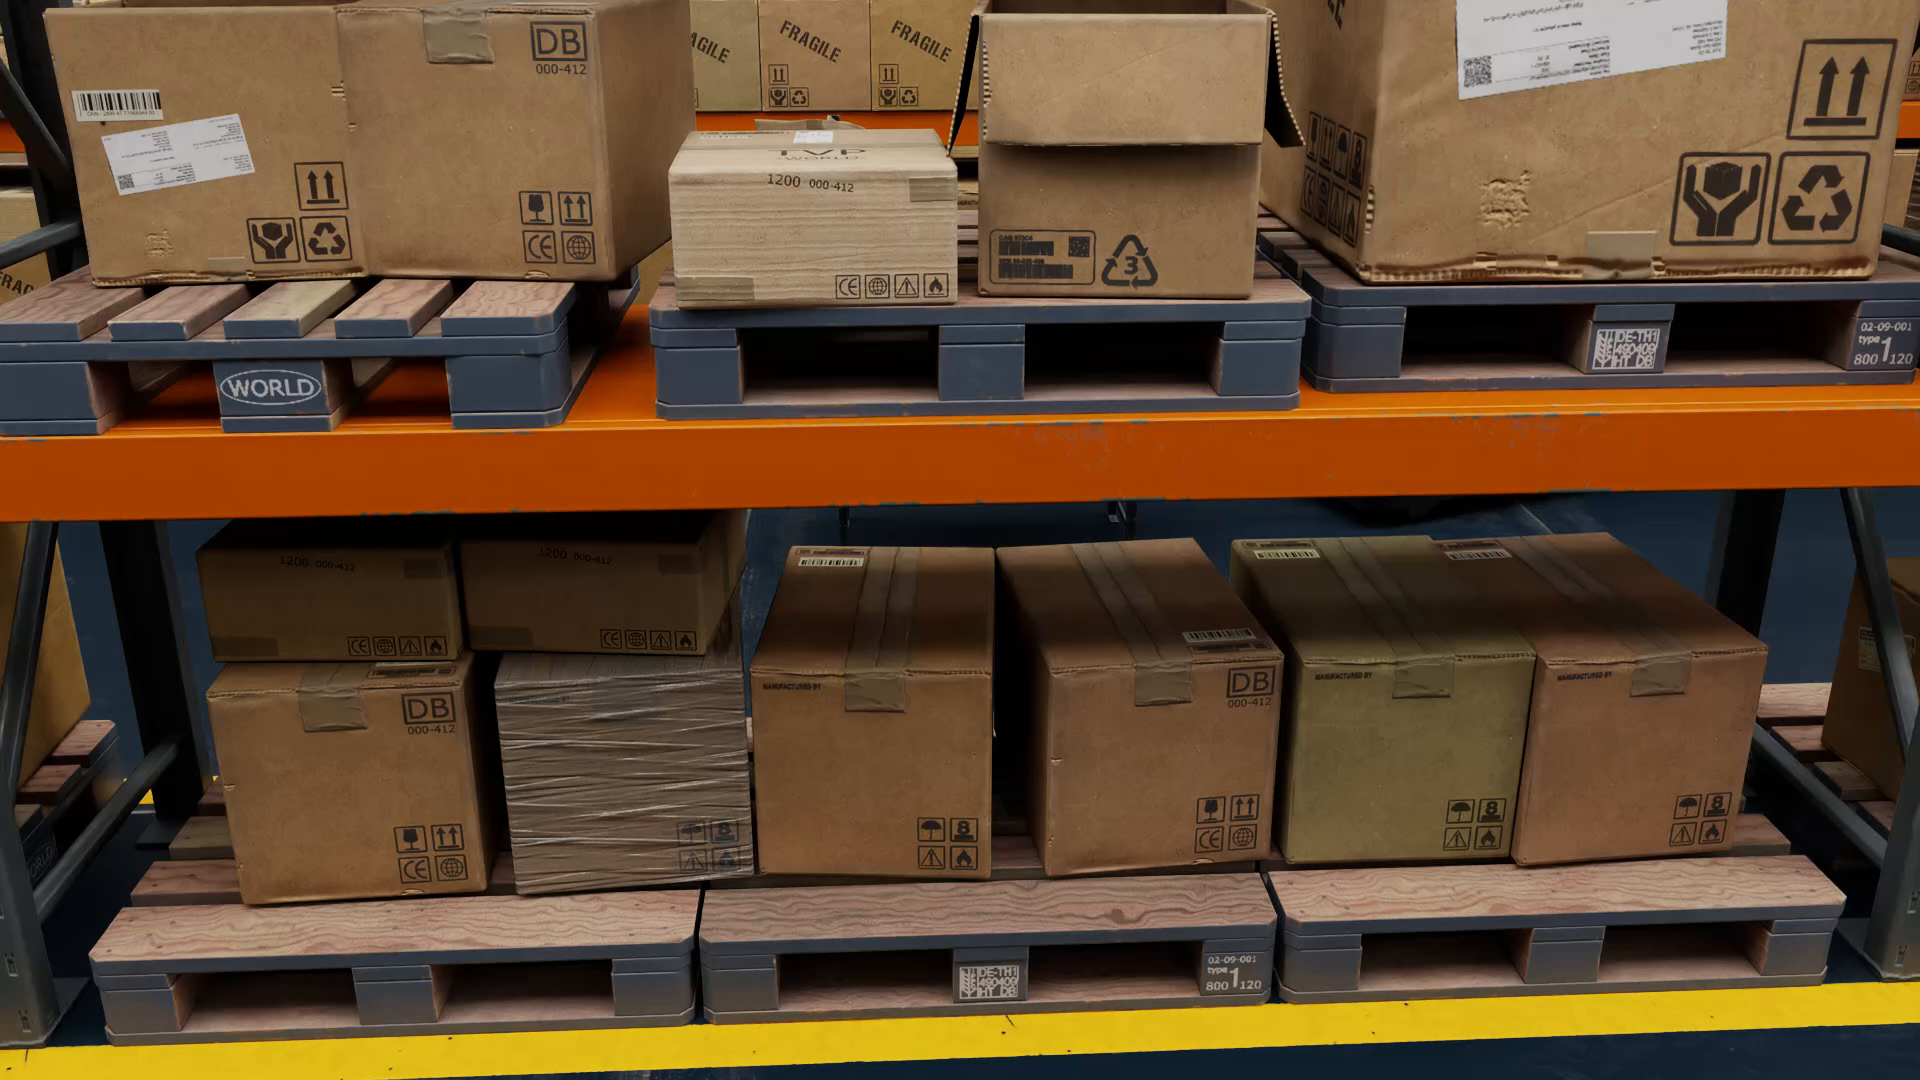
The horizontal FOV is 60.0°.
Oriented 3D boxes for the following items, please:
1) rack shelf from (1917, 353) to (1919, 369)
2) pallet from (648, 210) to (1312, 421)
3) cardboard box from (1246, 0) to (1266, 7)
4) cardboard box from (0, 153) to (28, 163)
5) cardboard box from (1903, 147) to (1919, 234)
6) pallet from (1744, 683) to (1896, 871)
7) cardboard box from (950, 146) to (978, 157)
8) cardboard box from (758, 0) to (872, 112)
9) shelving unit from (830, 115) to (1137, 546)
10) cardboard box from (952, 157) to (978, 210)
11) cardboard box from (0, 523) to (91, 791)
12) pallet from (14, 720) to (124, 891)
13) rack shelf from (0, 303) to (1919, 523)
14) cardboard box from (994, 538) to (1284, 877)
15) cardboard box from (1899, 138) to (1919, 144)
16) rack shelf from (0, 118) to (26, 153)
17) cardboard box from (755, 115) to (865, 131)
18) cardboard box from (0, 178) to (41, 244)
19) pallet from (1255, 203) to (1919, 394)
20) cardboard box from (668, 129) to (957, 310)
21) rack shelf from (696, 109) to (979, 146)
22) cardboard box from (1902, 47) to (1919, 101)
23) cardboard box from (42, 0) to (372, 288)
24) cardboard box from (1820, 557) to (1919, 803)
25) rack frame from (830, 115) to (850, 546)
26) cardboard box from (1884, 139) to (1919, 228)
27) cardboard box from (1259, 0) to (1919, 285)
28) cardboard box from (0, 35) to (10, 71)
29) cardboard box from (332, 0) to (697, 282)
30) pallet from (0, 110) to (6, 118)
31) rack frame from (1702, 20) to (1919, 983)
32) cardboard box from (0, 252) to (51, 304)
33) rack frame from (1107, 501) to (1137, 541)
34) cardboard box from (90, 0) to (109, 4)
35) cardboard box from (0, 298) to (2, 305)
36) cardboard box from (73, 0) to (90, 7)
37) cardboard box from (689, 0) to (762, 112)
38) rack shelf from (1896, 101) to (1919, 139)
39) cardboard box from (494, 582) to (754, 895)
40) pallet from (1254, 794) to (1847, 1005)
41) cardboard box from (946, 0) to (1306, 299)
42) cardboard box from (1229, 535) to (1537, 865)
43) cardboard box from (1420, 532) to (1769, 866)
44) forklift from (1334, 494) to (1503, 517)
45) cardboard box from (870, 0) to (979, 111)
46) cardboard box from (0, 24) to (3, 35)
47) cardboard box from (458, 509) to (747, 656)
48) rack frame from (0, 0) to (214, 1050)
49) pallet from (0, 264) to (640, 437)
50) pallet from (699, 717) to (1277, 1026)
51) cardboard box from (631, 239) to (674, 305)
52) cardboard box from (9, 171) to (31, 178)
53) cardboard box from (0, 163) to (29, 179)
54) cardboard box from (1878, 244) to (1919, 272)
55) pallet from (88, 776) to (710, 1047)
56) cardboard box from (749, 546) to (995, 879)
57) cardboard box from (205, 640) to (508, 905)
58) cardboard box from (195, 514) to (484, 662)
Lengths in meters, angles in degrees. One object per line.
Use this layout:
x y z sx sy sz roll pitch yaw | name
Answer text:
4.029 -0.326 3.771 4.000 0.370 1.077 -1 21 -3 | rack shelf
0.013 -0.505 3.501 1.213 0.211 1.003 -1 21 -3 | pallet
1.345 -2.326 7.875 0.500 0.500 0.500 -1 21 -3 | cardboard box
-7.153 -3.003 12.804 0.875 0.438 0.875 -1 21 -4 | cardboard box
2.485 -0.794 3.432 0.500 0.500 0.875 -1 21 -3 | cardboard box
2.701 0.656 4.102 1.213 0.211 1.003 -1 21 -3 | pallet
0.226 -3.082 13.104 0.625 0.372 0.950 0 21 0 | cardboard box
-0.668 -2.285 7.767 0.500 0.500 0.500 -1 21 -3 | cardboard box
0.085 -0.703 5.859 1.048 1.500 0.538 -1 21 -3 | shelving unit
0.273 -1.467 8.331 0.750 0.750 1.050 -1 21 -3 | cardboard box
-2.651 0.263 3.609 0.875 0.875 1.225 -2 21 -6 | cardboard box
-2.752 0.753 3.848 1.213 0.211 1.003 -1 21 -3 | pallet
0.036 -0.244 3.558 4.000 0.370 1.077 -1 21 -3 | rack shelf
0.383 0.361 3.852 0.500 0.500 0.700 -3 21 -8 | cardboard box
5.171 -1.632 8.589 0.875 0.875 0.875 -1 21 -3 | cardboard box
-4.140 -1.927 7.978 4.000 0.370 1.077 -1 21 -3 | rack shelf
-0.311 -0.803 3.613 0.258 0.266 0.396 -2 21 -5 | cardboard box
-4.343 -1.543 7.826 0.500 0.250 0.500 0 21 -1 | cardboard box
1.261 -0.568 3.666 1.213 0.211 1.003 -1 21 -3 | pallet
-0.274 -0.618 3.150 0.500 0.250 0.500 -2 21 -5 | cardboard box
-0.146 -2.008 8.191 4.000 0.370 1.077 -1 21 -3 | rack shelf
4.362 -2.527 8.332 0.550 0.550 0.875 -1 21 -3 | cardboard box
-1.424 -0.808 3.297 0.500 0.500 0.500 -4 21 -10 | cardboard box
2.434 0.357 3.891 0.500 0.500 0.500 -2 21 -5 | cardboard box
-0.422 -0.692 5.832 0.032 1.500 0.500 -1 21 -3 | rack frame
4.292 -1.614 8.540 0.875 0.875 0.875 -1 21 -4 | cardboard box
1.231 -1.131 3.444 1.000 1.000 1.000 -1 21 -3 | cardboard box
-4.162 -2.179 7.390 0.250 0.149 0.380 -2 21 -6 | cardboard box
-0.872 -0.855 3.420 0.500 0.500 0.700 2 21 5 | cardboard box
-4.117 -2.159 7.847 1.213 0.211 1.003 -1 21 -3 | pallet
2.033 -0.621 3.537 0.127 3.000 1.000 -1 21 -3 | rack frame
-4.333 -1.198 7.975 0.500 0.500 0.500 -1 21 -2 | cardboard box
0.593 -0.713 5.886 0.032 1.500 0.500 -1 21 -3 | rack frame
-3.638 -2.329 7.366 0.250 0.149 0.380 -1 21 -3 | cardboard box
-2.462 -0.673 3.533 0.500 0.500 0.500 -1 21 -1 | cardboard box
-3.898 -2.323 7.352 0.250 0.149 0.380 -1 21 -2 | cardboard box
-1.172 -2.275 7.741 0.500 0.500 0.500 -1 21 -4 | cardboard box
3.847 -2.090 8.405 4.000 0.370 1.077 -1 21 -3 | rack shelf
-0.740 0.386 3.786 0.500 0.500 0.700 -3 21 -8 | cardboard box
1.255 0.698 3.990 1.213 0.211 1.003 -1 21 -3 | pallet
0.307 -0.798 3.265 0.637 0.503 0.797 1 21 2 | cardboard box
0.941 0.349 3.883 0.500 0.500 0.700 -1 21 -3 | cardboard box
1.418 0.346 3.891 0.500 0.500 0.700 -3 21 -7 | cardboard box
2.657 -1.796 6.718 3.031 2.935 1.130 -10 23 -24 | forklift
-0.171 -2.295 7.792 0.500 0.500 0.500 -1 21 -4 | cardboard box
-4.156 -2.318 7.337 0.250 0.149 0.380 -2 21 -4 | cardboard box
-0.765 0.034 3.658 0.500 0.250 0.500 1 21 3 | cardboard box
-1.961 -0.540 3.323 0.127 3.000 1.000 -1 21 -3 | rack frame
-1.255 -0.503 3.495 1.003 0.211 1.213 -1 21 -3 | pallet
0.035 0.724 3.922 1.213 0.211 1.003 -1 21 -3 | pallet
-1.530 -1.429 8.231 0.750 0.750 1.050 -1 21 -4 | cardboard box
-4.367 -1.728 8.312 0.500 0.250 0.500 -2 21 -5 | cardboard box
-4.893 -1.712 8.270 0.500 0.250 0.500 0 21 0 | cardboard box
2.231 -0.613 3.867 0.250 0.149 0.380 -1 21 -3 | cardboard box
-1.181 0.748 3.860 1.213 0.211 1.003 -1 21 -3 | pallet
-0.174 0.372 3.822 0.500 0.500 0.700 1 21 1 | cardboard box
-1.293 0.402 3.744 0.500 0.500 0.700 -2 21 -6 | cardboard box
-1.294 0.048 3.620 0.500 0.250 0.500 0 21 -1 | cardboard box
